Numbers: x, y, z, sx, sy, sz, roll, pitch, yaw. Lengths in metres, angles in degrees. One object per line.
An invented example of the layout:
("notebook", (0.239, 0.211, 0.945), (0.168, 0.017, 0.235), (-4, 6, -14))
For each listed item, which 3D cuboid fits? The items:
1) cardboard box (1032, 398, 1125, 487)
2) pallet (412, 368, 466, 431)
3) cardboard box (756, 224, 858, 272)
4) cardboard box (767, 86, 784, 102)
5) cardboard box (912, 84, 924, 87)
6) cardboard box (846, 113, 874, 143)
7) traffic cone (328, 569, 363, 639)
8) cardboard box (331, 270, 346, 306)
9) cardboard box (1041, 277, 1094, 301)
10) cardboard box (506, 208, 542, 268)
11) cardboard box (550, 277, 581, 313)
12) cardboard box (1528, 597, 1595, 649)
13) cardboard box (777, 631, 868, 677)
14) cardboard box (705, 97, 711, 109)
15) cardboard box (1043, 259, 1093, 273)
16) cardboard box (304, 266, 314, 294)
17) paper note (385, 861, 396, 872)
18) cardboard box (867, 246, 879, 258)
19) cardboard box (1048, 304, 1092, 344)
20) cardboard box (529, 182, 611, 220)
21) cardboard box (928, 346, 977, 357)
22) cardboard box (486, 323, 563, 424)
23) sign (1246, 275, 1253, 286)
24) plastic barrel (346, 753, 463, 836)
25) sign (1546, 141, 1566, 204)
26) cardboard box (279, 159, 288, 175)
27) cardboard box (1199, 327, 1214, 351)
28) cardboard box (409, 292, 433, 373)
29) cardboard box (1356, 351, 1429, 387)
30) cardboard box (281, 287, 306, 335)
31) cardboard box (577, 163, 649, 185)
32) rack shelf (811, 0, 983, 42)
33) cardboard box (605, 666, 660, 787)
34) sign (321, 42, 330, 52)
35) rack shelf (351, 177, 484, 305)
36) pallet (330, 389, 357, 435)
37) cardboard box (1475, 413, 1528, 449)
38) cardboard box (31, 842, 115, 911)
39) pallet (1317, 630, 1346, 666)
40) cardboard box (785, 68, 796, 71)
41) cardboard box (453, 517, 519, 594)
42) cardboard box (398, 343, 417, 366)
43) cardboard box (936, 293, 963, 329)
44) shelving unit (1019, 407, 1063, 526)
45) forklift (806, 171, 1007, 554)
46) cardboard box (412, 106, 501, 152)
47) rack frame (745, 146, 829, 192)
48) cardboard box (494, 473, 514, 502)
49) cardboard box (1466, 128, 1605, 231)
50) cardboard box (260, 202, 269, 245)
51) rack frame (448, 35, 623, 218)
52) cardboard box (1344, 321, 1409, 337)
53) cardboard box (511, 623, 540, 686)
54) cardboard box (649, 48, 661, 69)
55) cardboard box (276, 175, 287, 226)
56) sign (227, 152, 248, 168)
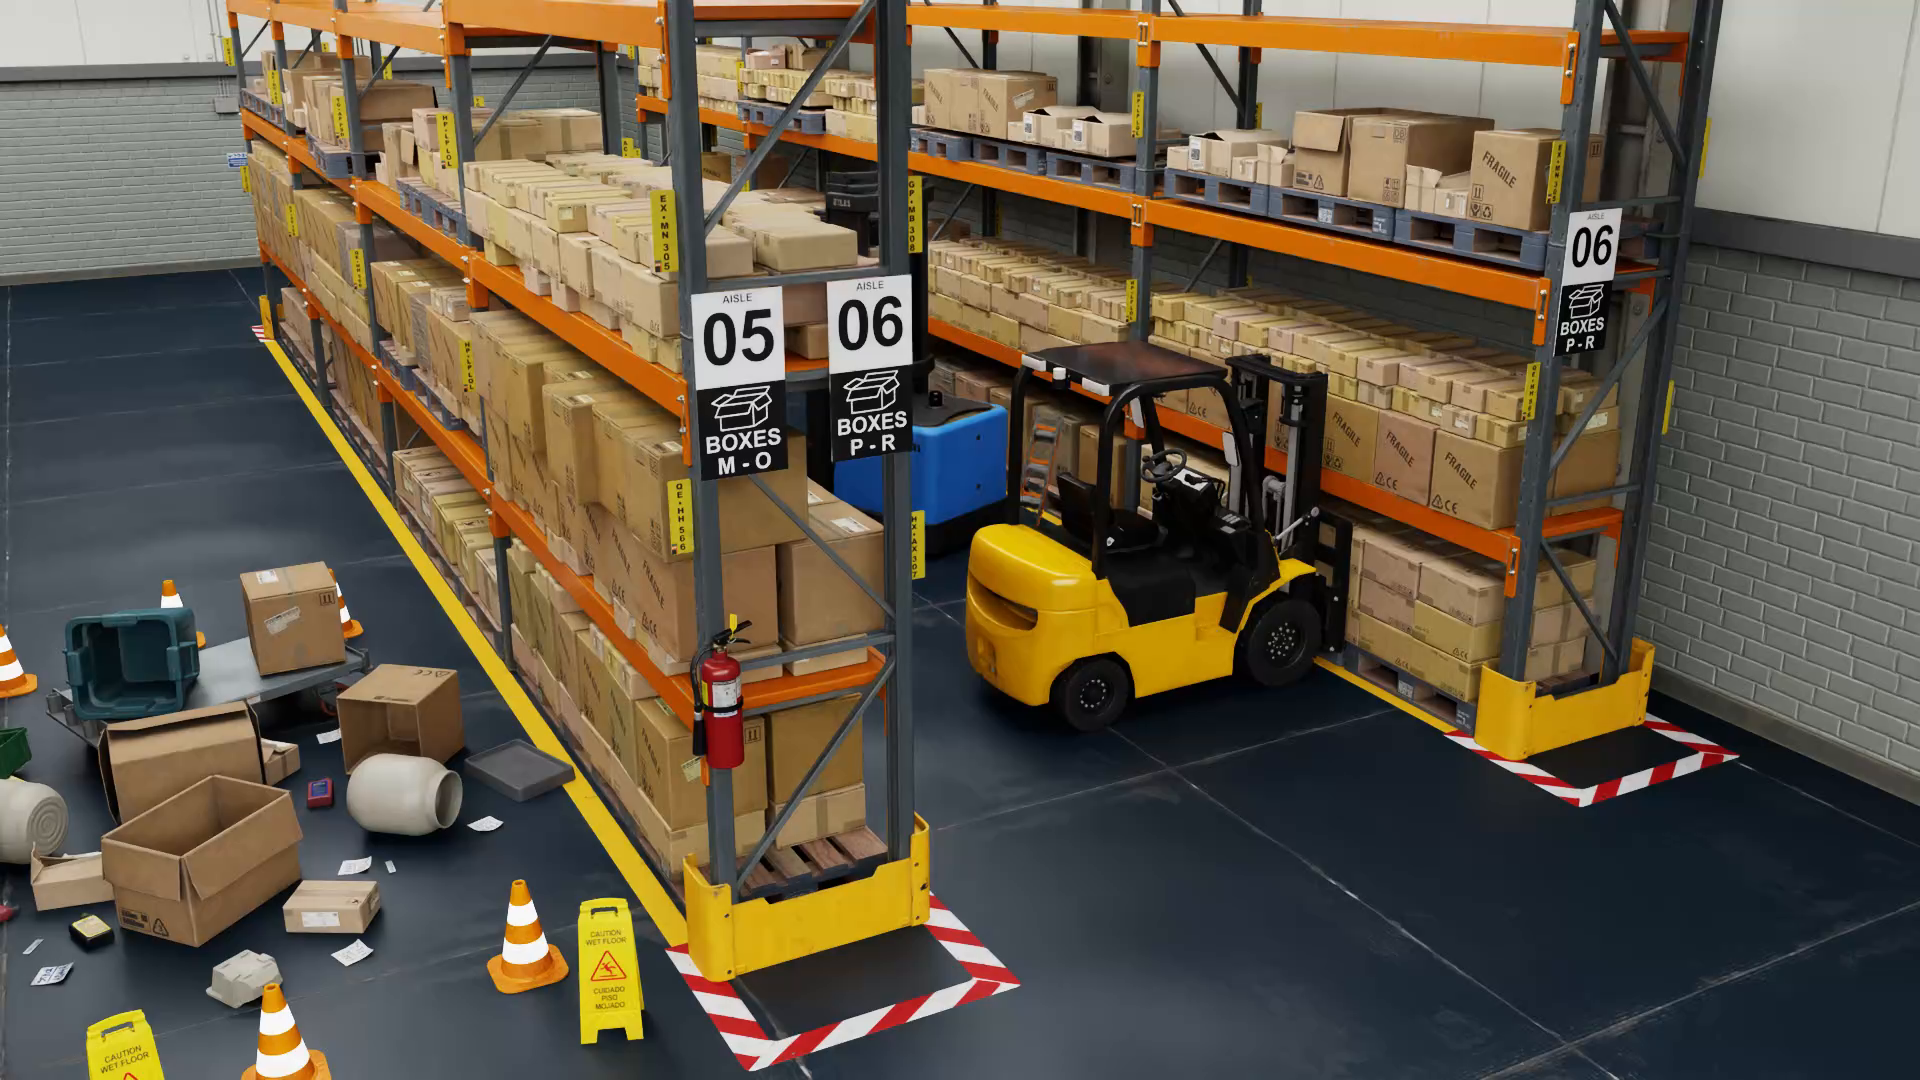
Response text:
("cardboard box", (1.162, -0.847, 14.485), (0.875, 0.625, 0.625), (-10, 22, -27))
("pallet", (-3.509, -1.125, 12.587), (1.003, 0.211, 1.213), (-10, 21, -27))
("cardboard box", (-0.675, -1.291, 7.338), (0.380, 0.149, 0.250), (-10, 21, -27))
("cardboard box", (-1.882, -4.870, 18.137), (0.380, 0.149, 0.250), (-10, 21, -26))
("cardboard box", (-0.574, -4.368, 16.257), (0.380, 0.149, 0.250), (-11, 22, -28))
("cardboard box", (-0.815, -4.149, 16.687), (0.500, 0.250, 0.500), (-10, 21, -26))
("traffic cone", (-4.406, 0.431, 11.674), (0.336, 0.463, 0.334), (-10, 21, -27))
("cardboard box", (-5.446, -2.333, 15.258), (0.500, 0.250, 0.500), (-11, 22, -28))
("cardboard box", (0.905, -2.106, 13.990), (0.380, 0.149, 0.250), (-11, 22, -28))
("cardboard box", (-2.138, -1.656, 9.007), (0.500, 0.250, 0.500), (-10, 21, -26))
("cardboard box", (-1.870, -1.273, 8.510), (0.380, 0.149, 0.250), (-10, 22, -27))
("cardboard box", (3.640, 0.447, 10.543), (0.500, 0.250, 0.500), (-10, 21, -26))
("cardboard box", (-0.665, 0.508, 7.946), (0.380, 0.149, 0.250), (-10, 21, -26))
("cardboard box", (-2.895, -5.354, 20.336), (0.380, 0.149, 0.250), (-9, 21, -25))
("cardboard box", (0.960, -2.402, 14.845), (0.380, 0.149, 0.250), (-9, 21, -25))
("cardboard box", (-6.408, -2.688, 17.052), (0.500, 0.250, 0.500), (-11, 22, -28))
("paper note", (-2.972, 1.704, 8.677), (0.032, 0.001, 0.123), (-10, 21, -27))
("cardboard box", (-0.904, -2.928, 17.104), (0.500, 0.250, 0.500), (-11, 22, -29))
("cardboard box", (1.072, -1.813, 13.749), (0.500, 0.250, 0.500), (-11, 22, -28))
("cardboard box", (-2.056, -1.799, 8.811), (0.380, 0.149, 0.250), (-10, 22, -27))
("cardboard box", (-0.072, -1.729, 17.231), (0.500, 0.500, 0.500), (-9, 21, -25))
("cardboard box", (-2.344, -0.980, 9.731), (0.700, 0.500, 0.500), (-10, 21, -26))
("sign", (2.269, -1.932, 13.184), (0.100, 0.325, 0.005), (-10, 21, -27))
("plastic barrel", (-2.999, 1.378, 8.988), (0.512, 0.421, 0.421), (4, 19, 11))
("sign", (3.197, -1.970, 8.907), (0.100, 0.325, 0.005), (-10, 21, -27))
("cardboard box", (-7.237, -4.093, 18.215), (0.380, 0.149, 0.250), (-10, 21, -27))
("cardboard box", (1.974, -1.476, 12.164), (0.380, 0.149, 0.250), (-10, 21, -27))
("cardboard box", (-3.732, -1.554, 12.284), (0.500, 0.500, 0.500), (-11, 22, -29))
("cardboard box", (2.758, -1.093, 10.597), (0.380, 0.149, 0.250), (-9, 21, -25))
("cardboard box", (-7.882, -2.888, 20.685), (0.875, 0.438, 0.875), (-11, 22, -28))
("cardboard box", (-2.007, -2.097, 9.674), (0.380, 0.149, 0.250), (-9, 21, -25))
("rack shelf", (-1.068, -5.428, 17.284), (1.077, 0.370, 4.000), (-10, 21, -27))
("cardboard box", (-1.547, 0.927, 8.769), (0.500, 0.500, 0.500), (-9, 21, -25))
("sign", (-7.799, -5.953, 20.451), (0.100, 0.325, 0.005), (-10, 21, -27))
("rack shelf", (-3.535, -2.281, 12.149), (1.077, 0.370, 4.000), (-10, 21, -27))
("pallet", (-5.951, -1.398, 17.359), (1.003, 0.211, 1.213), (-10, 21, -27))
("cardboard box", (3.270, -0.661, 9.801), (0.380, 0.149, 0.250), (-10, 21, -26))
("cardboard box", (-4.457, 1.667, 8.393), (0.396, 0.266, 0.258), (-6, 20, -17))
("pallet", (2.705, 0.504, 11.846), (1.003, 0.211, 1.213), (-10, 21, -27))
("cardboard box", (-1.773, -5.313, 18.965), (0.380, 0.149, 0.250), (-10, 22, -27))
("cardboard box", (-3.181, 0.058, 12.249), (0.950, 0.372, 0.625), (-9, 21, -23))
("cardboard box", (-4.188, -1.481, 13.066), (0.380, 0.149, 0.250), (-10, 21, -26))
("cardboard box", (0.112, -2.166, 15.541), (0.500, 0.250, 0.500), (-10, 22, -28))
("shelving unit", (0.627, -0.535, 13.559), (0.215, 1.050, 0.252), (12, -10, 6))
("forklift", (-1.066, -1.635, 13.876), (3.031, 2.935, 1.130), (15, 24, 36))
("cardboard box", (-3.477, -2.847, 11.506), (0.500, 0.250, 0.500), (-10, 21, -26))
("rack frame", (-2.018, -3.696, 19.743), (1.000, 3.000, 0.127), (-10, 21, -27))
("cardboard box", (-2.718, -0.370, 10.492), (0.380, 0.149, 0.250), (-10, 21, -27))
("cardboard box", (3.256, -2.051, 9.429), (0.500, 0.500, 0.500), (-9, 21, -25))
("cardboard box", (-8.044, -3.798, 19.887), (0.500, 0.500, 0.500), (-10, 22, -27))
("rack frame", (-2.585, -3.465, 9.878), (1.000, 3.000, 0.127), (-10, 21, -27))
("cardboard box", (2.871, -1.399, 11.483), (0.380, 0.149, 0.250), (-9, 21, -25))
("cardboard box", (-2.543, 0.683, 10.625), (0.500, 0.250, 0.500), (-11, 22, -29))
("cardboard box", (-3.702, -6.253, 21.563), (0.500, 0.250, 0.500), (-10, 21, -27))
("cardboard box", (-7.085, -3.685, 18.027), (0.500, 0.500, 0.500), (-10, 22, -27))
("sign", (-11.053, -5.827, 25.506), (0.327, 0.218, 0.001), (-10, 21, -27))
